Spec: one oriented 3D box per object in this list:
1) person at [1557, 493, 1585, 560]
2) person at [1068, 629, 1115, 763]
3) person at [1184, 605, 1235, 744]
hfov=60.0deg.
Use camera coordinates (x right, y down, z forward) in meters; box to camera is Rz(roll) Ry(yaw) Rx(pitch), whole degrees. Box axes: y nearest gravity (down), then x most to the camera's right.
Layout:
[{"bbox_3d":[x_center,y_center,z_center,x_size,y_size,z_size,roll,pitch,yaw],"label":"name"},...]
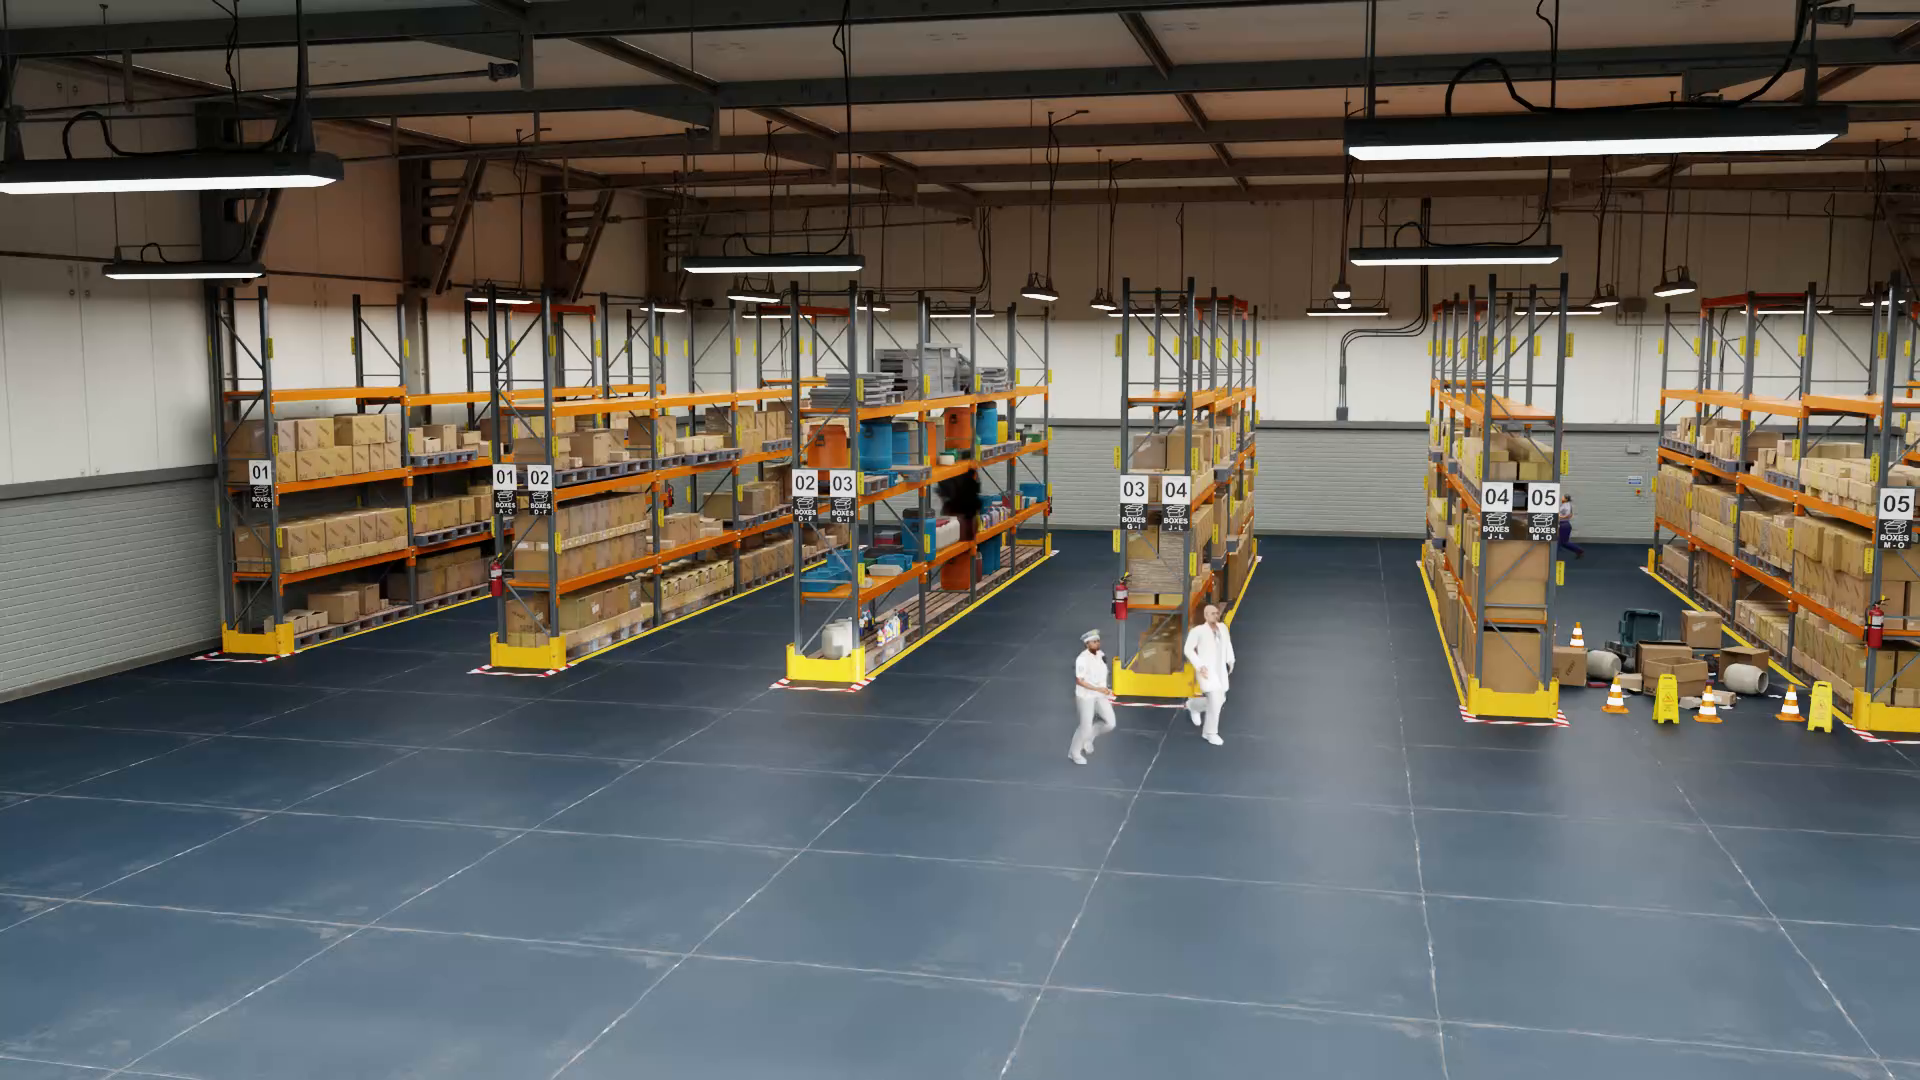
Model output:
[{"bbox_3d":[14.174,-0.287,38.968,0.893,1.619,0.617,2,7,13],"label":"person"},{"bbox_3d":[1.624,1.887,20.064,0.599,1.657,0.707,-5,8,-38],"label":"person"},{"bbox_3d":[3.161,1.696,21.378,0.720,1.777,0.753,-4,8,-30],"label":"person"}]
